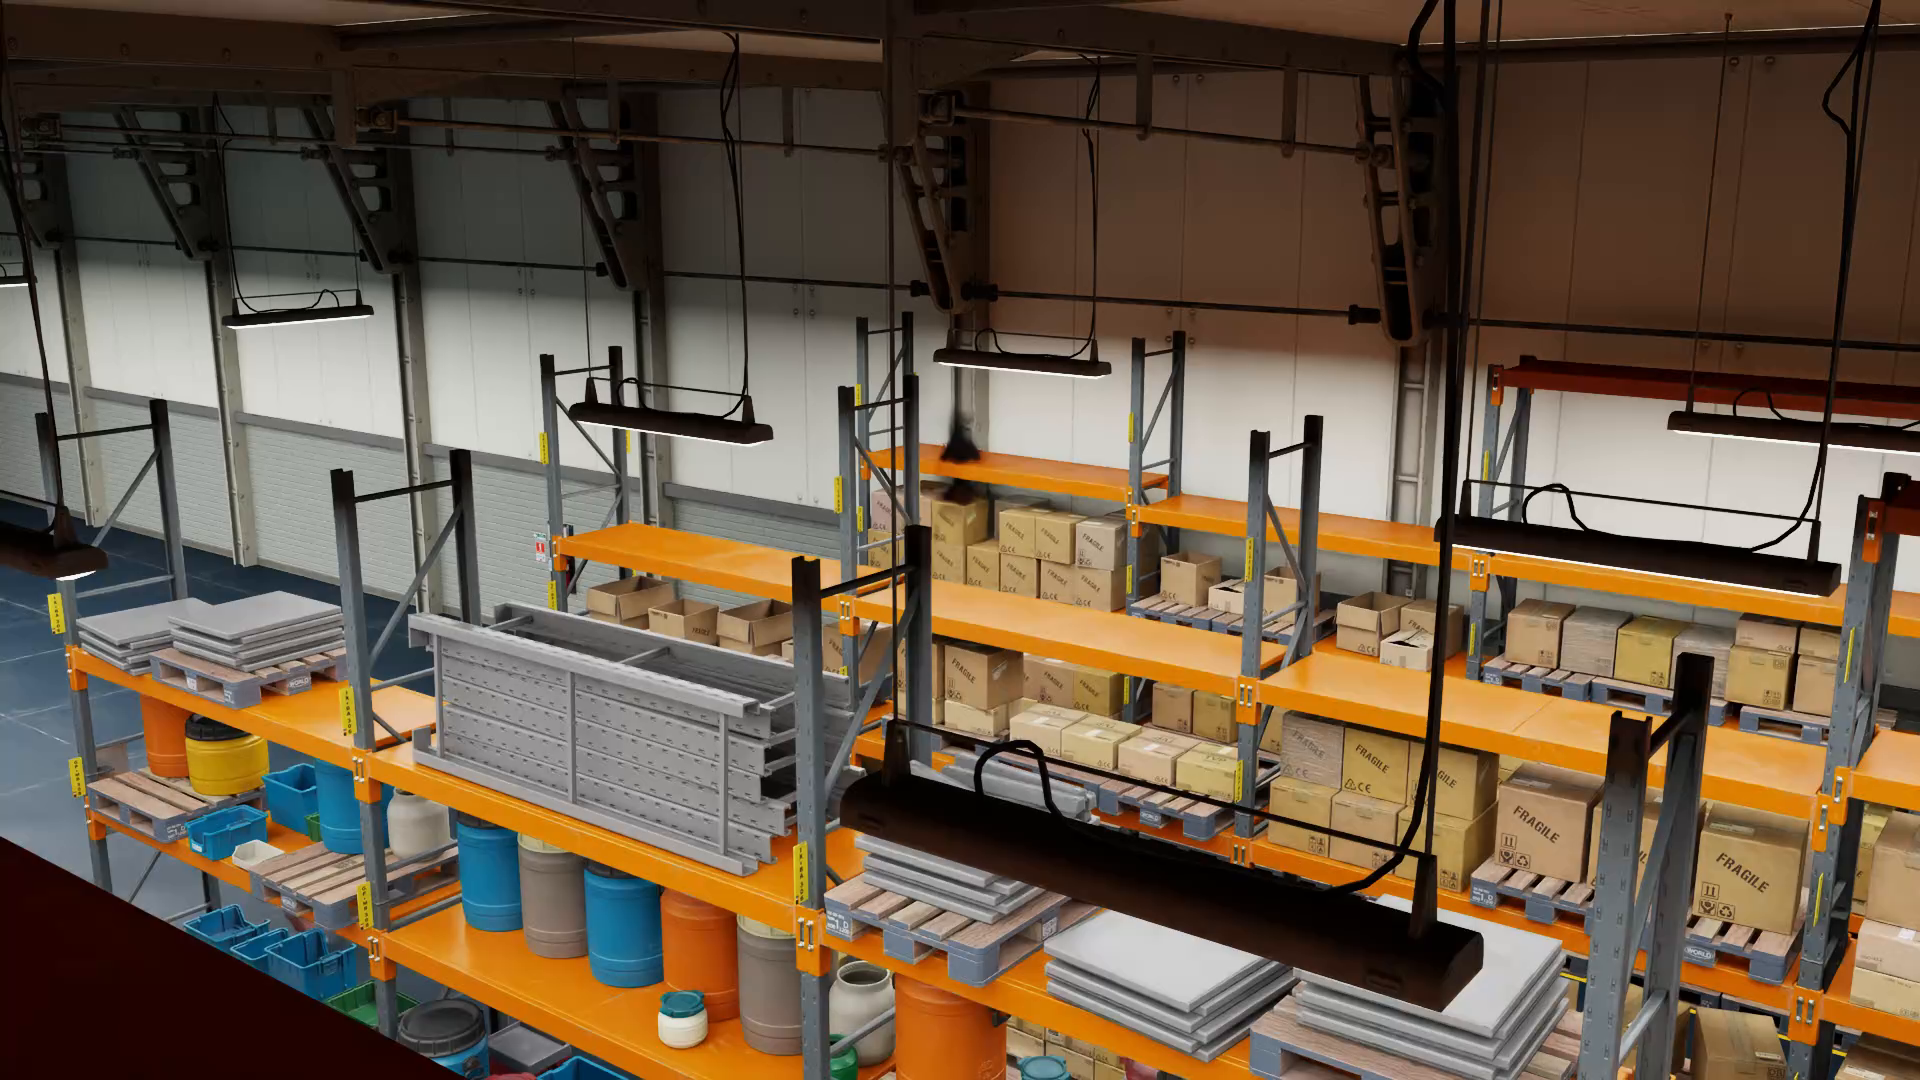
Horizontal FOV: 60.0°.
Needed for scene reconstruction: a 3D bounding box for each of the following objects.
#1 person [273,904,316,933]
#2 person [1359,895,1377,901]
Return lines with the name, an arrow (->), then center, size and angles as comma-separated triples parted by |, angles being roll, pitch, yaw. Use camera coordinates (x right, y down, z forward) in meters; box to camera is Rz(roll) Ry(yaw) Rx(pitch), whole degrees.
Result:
person -> -6.897, 3.415, 16.948 | 0.603, 1.622, 0.566 | -1, 13, -6
person -> 4.012, 3.704, 15.404 | 0.847, 1.780, 0.677 | 9, 16, 35
